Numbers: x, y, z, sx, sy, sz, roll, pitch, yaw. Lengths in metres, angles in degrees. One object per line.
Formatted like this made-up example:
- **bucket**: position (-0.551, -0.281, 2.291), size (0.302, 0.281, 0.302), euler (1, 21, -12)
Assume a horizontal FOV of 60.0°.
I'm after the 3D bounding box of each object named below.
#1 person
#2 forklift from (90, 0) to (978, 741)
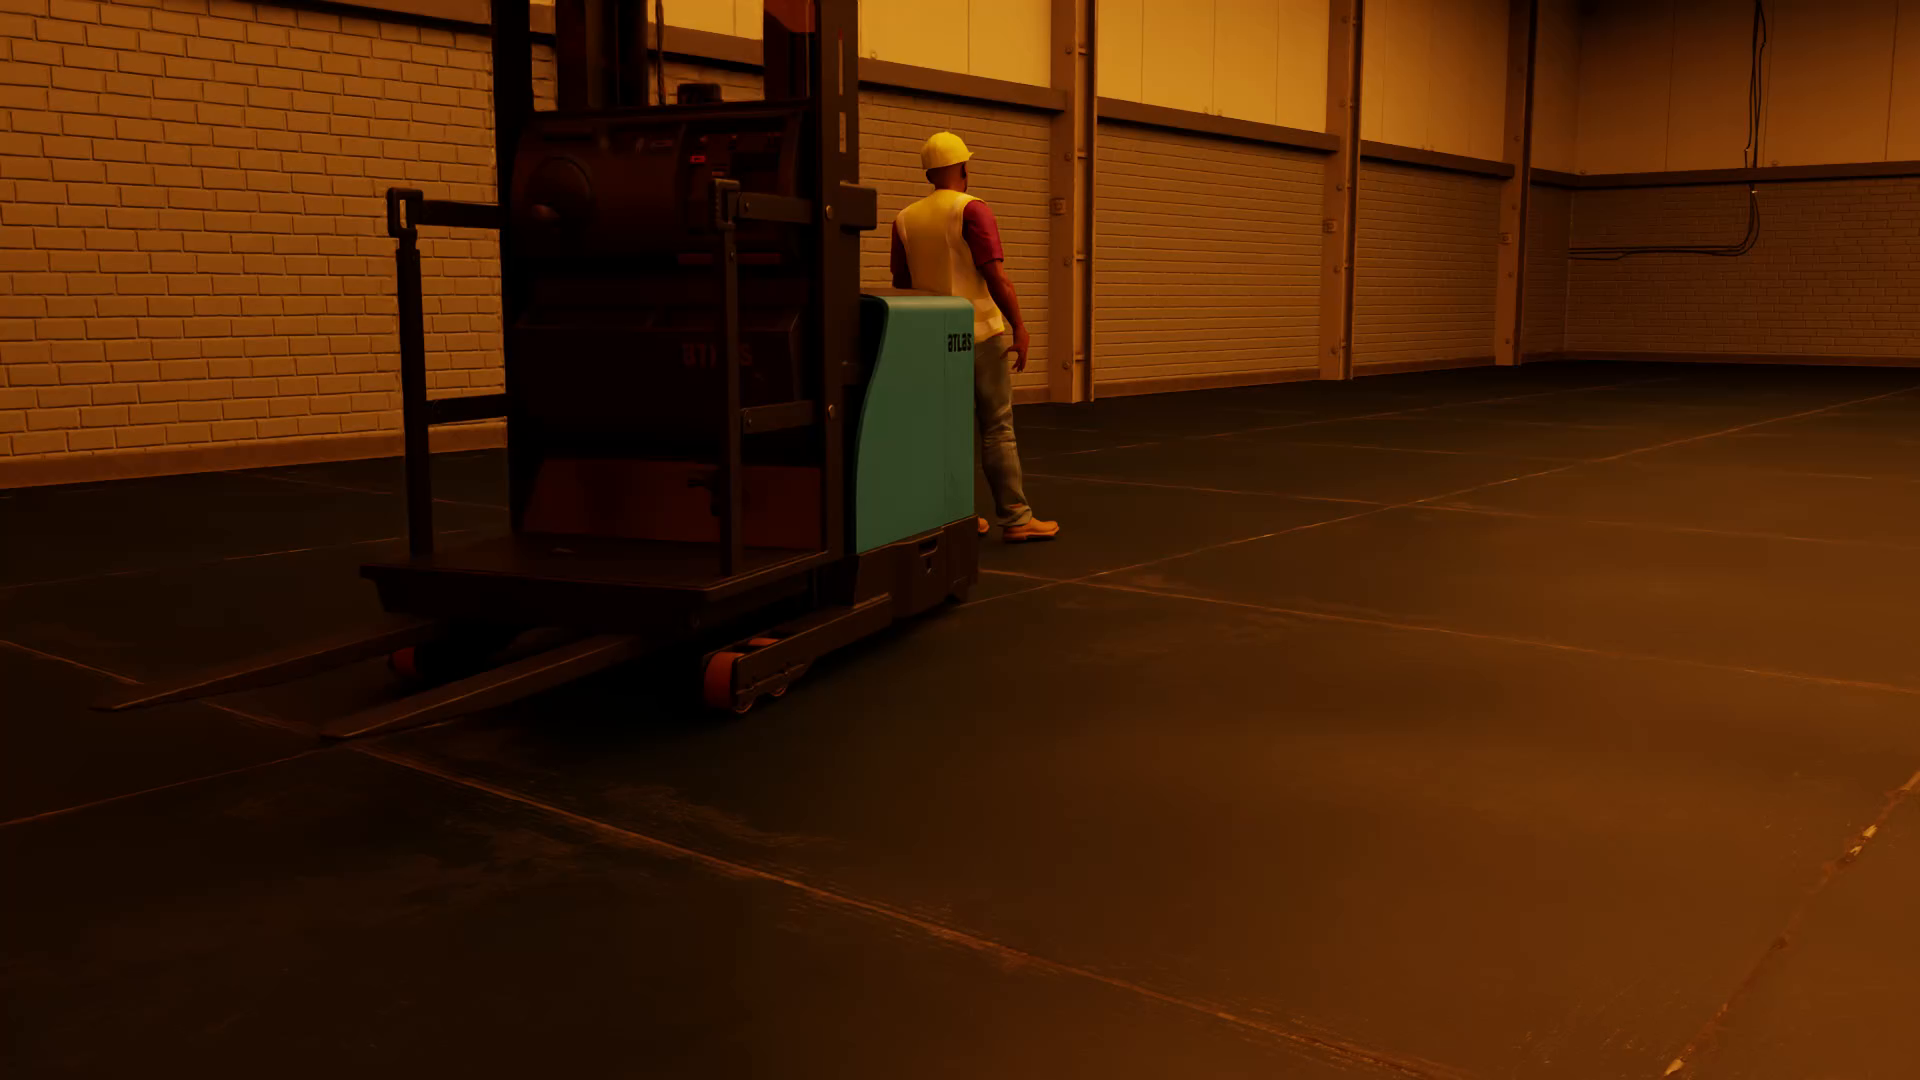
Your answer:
- **person**: position (0.048, -0.888, 7.327), size (0.666, 1.768, 0.575), euler (7, 11, 38)
- **forklift**: position (-0.952, -1.066, 4.566), size (1.130, 2.935, 3.031), euler (3, 9, 22)
